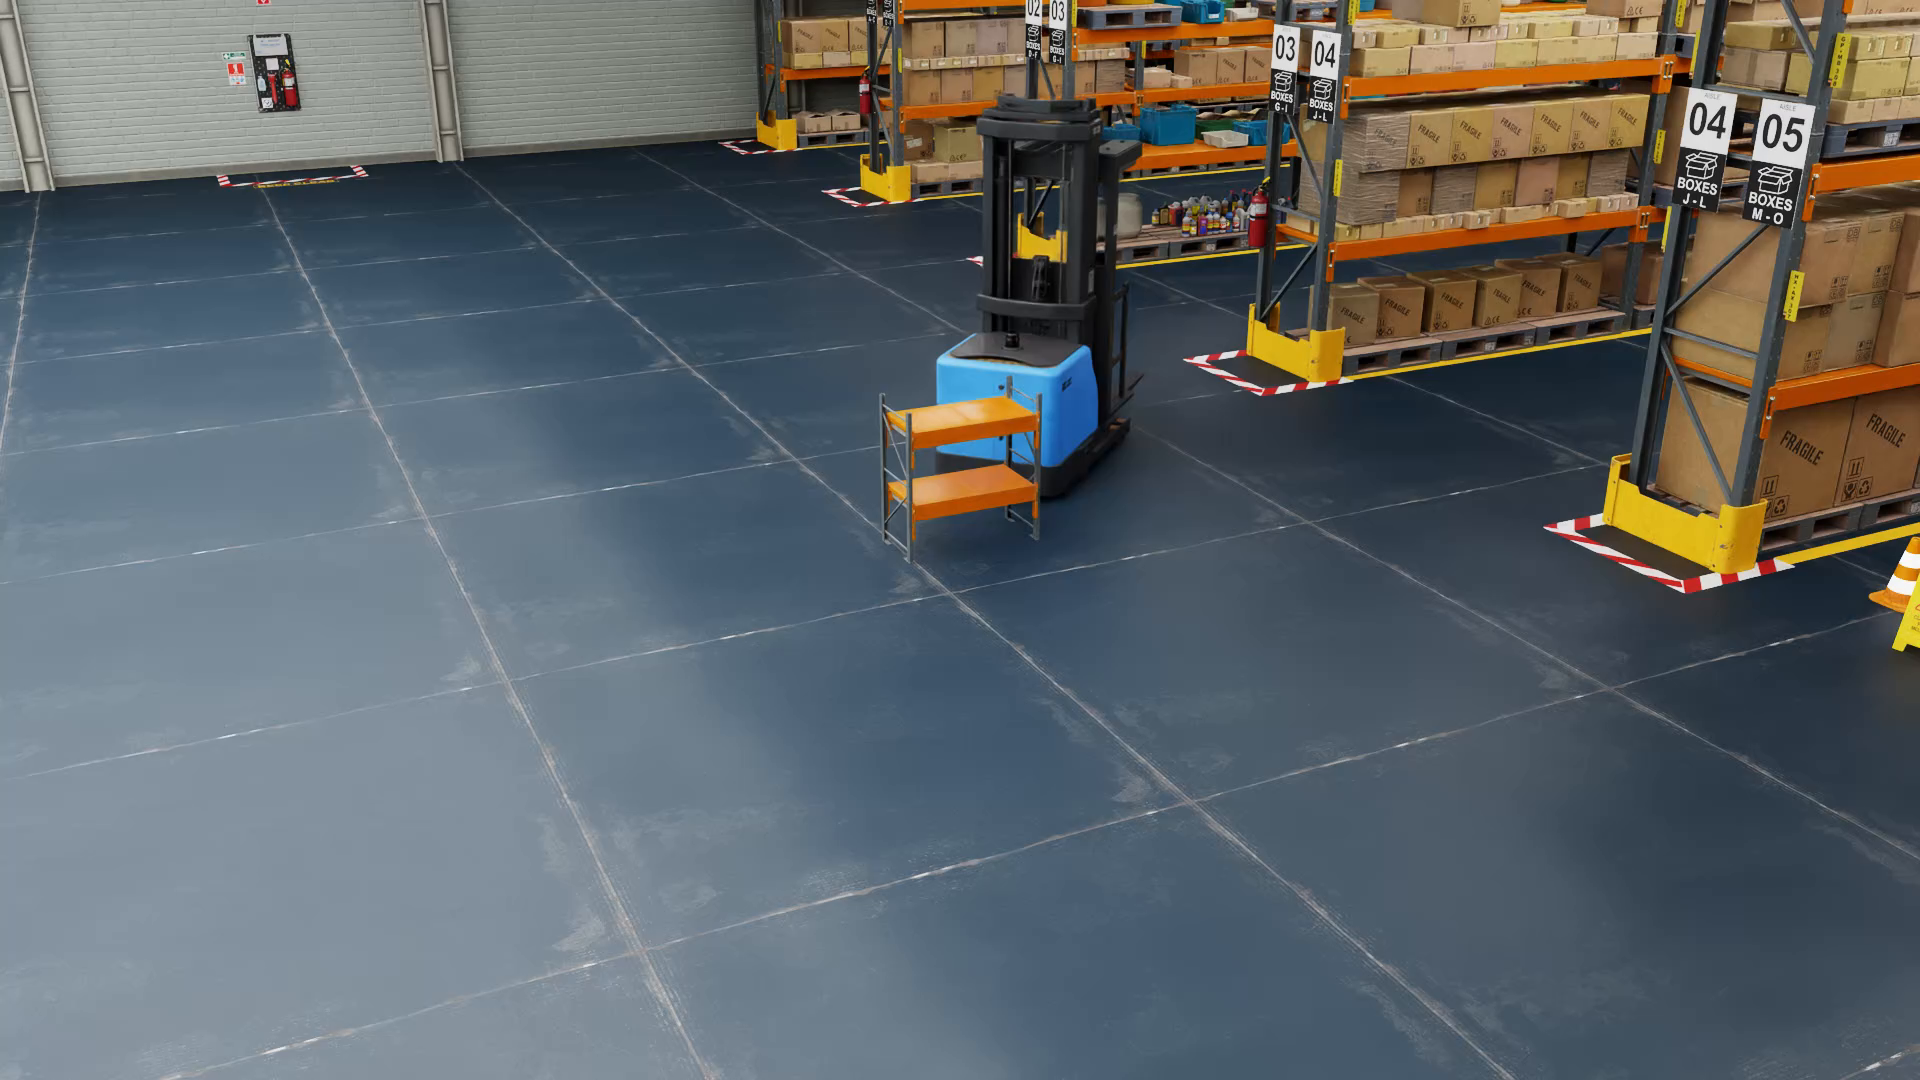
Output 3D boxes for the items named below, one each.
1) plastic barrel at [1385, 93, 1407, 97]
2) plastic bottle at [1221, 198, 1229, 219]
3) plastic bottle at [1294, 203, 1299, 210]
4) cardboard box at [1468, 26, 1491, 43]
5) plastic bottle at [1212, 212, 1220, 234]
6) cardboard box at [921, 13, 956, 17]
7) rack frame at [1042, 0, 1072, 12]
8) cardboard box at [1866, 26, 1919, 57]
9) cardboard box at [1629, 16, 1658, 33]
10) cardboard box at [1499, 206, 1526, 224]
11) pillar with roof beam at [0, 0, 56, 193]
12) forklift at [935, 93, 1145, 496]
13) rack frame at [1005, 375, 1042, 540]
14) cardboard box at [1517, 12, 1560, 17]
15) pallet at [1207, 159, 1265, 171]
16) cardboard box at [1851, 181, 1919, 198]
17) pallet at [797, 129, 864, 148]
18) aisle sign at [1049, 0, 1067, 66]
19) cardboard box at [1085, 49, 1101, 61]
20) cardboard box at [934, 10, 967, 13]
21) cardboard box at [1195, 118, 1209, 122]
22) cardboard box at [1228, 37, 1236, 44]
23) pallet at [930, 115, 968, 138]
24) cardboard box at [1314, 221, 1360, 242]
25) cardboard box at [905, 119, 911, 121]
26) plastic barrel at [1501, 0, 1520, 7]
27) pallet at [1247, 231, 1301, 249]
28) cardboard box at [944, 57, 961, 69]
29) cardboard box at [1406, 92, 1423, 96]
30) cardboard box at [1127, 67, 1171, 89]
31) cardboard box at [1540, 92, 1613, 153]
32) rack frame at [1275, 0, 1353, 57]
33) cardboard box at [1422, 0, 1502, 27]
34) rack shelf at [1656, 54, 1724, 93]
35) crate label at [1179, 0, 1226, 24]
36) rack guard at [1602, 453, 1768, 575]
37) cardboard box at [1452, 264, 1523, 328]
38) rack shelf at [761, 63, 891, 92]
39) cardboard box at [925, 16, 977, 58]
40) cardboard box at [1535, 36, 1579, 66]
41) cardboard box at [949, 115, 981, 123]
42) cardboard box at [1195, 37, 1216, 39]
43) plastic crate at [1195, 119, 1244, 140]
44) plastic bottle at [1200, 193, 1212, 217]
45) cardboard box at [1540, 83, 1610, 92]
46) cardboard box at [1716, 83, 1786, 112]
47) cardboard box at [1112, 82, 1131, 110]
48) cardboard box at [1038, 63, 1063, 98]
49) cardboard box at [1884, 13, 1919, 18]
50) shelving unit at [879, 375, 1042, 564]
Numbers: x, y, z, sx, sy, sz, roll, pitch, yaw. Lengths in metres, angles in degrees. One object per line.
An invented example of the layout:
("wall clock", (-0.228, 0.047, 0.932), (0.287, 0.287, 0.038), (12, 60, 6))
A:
("plastic barrel", (5.626, -5.611, 21.705), (0.433, 0.535, 0.433), (0, 22, 0))
("plastic bottle", (3.475, -4.348, 21.825), (0.097, 0.271, 0.097), (0, 22, 0))
("plastic bottle", (4.378, -4.220, 21.499), (0.133, 0.283, 0.061), (-9, 24, -21))
("cardboard box", (4.747, -4.766, 15.594), (0.250, 0.149, 0.380), (-12, 25, -26))
("plastic bottle", (3.232, -4.011, 21.010), (0.097, 0.271, 0.097), (0, 22, 0))
("cardboard box", (-0.367, -8.896, 29.008), (0.500, 0.500, 0.500), (-11, 25, -24))
("rack frame", (1.064, -7.573, 18.780), (0.127, 3.000, 1.000), (-10, 25, -24))
("cardboard box", (6.168, -3.277, 10.928), (0.250, 0.149, 0.380), (-11, 25, -24))
("cardboard box", (6.649, -5.106, 16.415), (0.250, 0.149, 0.380), (-10, 24, -22))
("cardboard box", (5.392, -3.261, 16.535), (0.250, 0.149, 0.380), (-10, 25, -24))
("pillar with roof beam", (-11.923, -7.928, 19.636), (0.400, 9.000, 9.100), (-10, 25, -24))
("forklift", (0.829, -2.225, 13.793), (1.130, 2.935, 3.031), (9, 24, 20))
("rack frame", (0.464, -0.605, 12.241), (0.032, 1.125, 0.500), (-10, 25, -24))
("cardboard box", (5.723, -5.150, 16.523), (0.250, 0.149, 0.380), (-10, 24, -22))
("pallet", (4.271, -6.224, 27.010), (1.213, 0.211, 1.003), (-10, 25, -24))
("cardboard box", (7.064, -2.287, 12.245), (0.500, 0.550, 0.875), (-10, 25, -24))
("pallet", (-2.417, -7.063, 29.036), (1.213, 0.211, 1.003), (-10, 25, -24))
("aisle sign", (1.126, -5.890, 19.158), (0.004, 0.787, 0.394), (-10, 25, -24))
("cardboard box", (1.913, -7.315, 25.021), (0.250, 0.149, 0.380), (-11, 25, -25))
("cardboard box", (-0.142, -9.160, 29.646), (0.500, 0.500, 0.500), (-11, 25, -25))
("cardboard box", (3.923, -6.506, 26.357), (0.500, 0.311, 0.500), (-11, 25, -25))
("cardboard box", (5.053, -9.549, 31.698), (0.250, 0.149, 0.380), (-11, 25, -24))
("pallet", (-0.218, -7.467, 30.013), (1.213, 0.211, 1.003), (-10, 25, -24))
("cardboard box", (3.572, -2.944, 15.768), (0.250, 0.149, 0.380), (-10, 25, -24))
("cardboard box", (-1.078, -7.507, 29.616), (0.250, 0.149, 0.380), (-13, 26, -28))
("plastic barrel", (7.228, -7.159, 21.882), (0.301, 0.262, 0.301), (0, 22, 0))
("pallet", (4.045, -4.080, 21.830), (1.213, 0.211, 1.003), (-10, 25, -24))
("cardboard box", (-0.172, -6.932, 24.095), (0.250, 0.149, 0.380), (-10, 25, -23))
("cardboard box", (7.838, -7.649, 28.519), (0.500, 0.250, 0.500), (-11, 25, -25))
("cardboard box", (2.948, -7.200, 25.918), (0.500, 0.250, 0.500), (-9, 24, -20))
("cardboard box", (6.080, -4.151, 16.529), (0.500, 0.500, 0.500), (-10, 25, -24))
("rack frame", (3.212, -5.867, 14.657), (0.127, 3.000, 1.000), (-10, 25, -24))
("cardboard box", (4.667, -5.048, 15.429), (0.500, 0.500, 0.500), (-11, 25, -24))
("rack shelf", (8.619, -5.143, 17.772), (4.000, 0.370, 1.077), (-10, 25, -24))
("crate label", (2.894, -6.315, 19.857), (0.408, 0.251, 0.502), (-10, 25, -24))
("rack guard", (5.251, -0.210, 12.103), (0.348, 0.500, 1.175), (-10, 25, -24))
("cardboard box", (5.401, -2.517, 17.128), (0.500, 0.500, 0.500), (-13, 26, -28))
("rack shelf", (-1.430, -8.215, 29.115), (4.000, 0.370, 1.077), (-10, 25, -24))
("cardboard box", (-0.135, -7.326, 24.199), (0.500, 0.500, 0.700), (-11, 25, -25))
("cardboard box", (5.587, -4.740, 16.053), (0.500, 0.250, 0.500), (-11, 25, -24))
("cardboard box", (0.168, -6.142, 25.231), (0.500, 0.500, 0.500), (-10, 25, -24))
("cardboard box", (4.525, -9.728, 31.283), (0.500, 0.500, 0.500), (-10, 24, -22))
("plastic crate", (3.323, -5.239, 21.262), (0.662, 0.188, 0.450), (-10, 25, -24))
("plastic bottle", (3.208, -4.352, 21.729), (0.185, 0.351, 0.144), (-11, 25, -24))
("cardboard box", (6.301, -4.417, 17.171), (0.500, 0.500, 0.500), (-10, 25, -24))
("cardboard box", (5.425, -3.051, 11.424), (0.250, 0.149, 0.380), (-10, 25, -24))
("cardboard box", (2.835, -8.408, 31.334), (0.500, 0.500, 0.700), (-10, 25, -24))
("cardboard box", (1.200, -6.972, 25.039), (0.500, 0.500, 0.700), (-10, 25, -23))
("cardboard box", (6.803, -3.673, 11.885), (0.250, 0.149, 0.380), (-10, 25, -23))
("shelving unit", (0.006, -0.521, 12.038), (1.048, 1.125, 0.538), (-10, 25, -24))
